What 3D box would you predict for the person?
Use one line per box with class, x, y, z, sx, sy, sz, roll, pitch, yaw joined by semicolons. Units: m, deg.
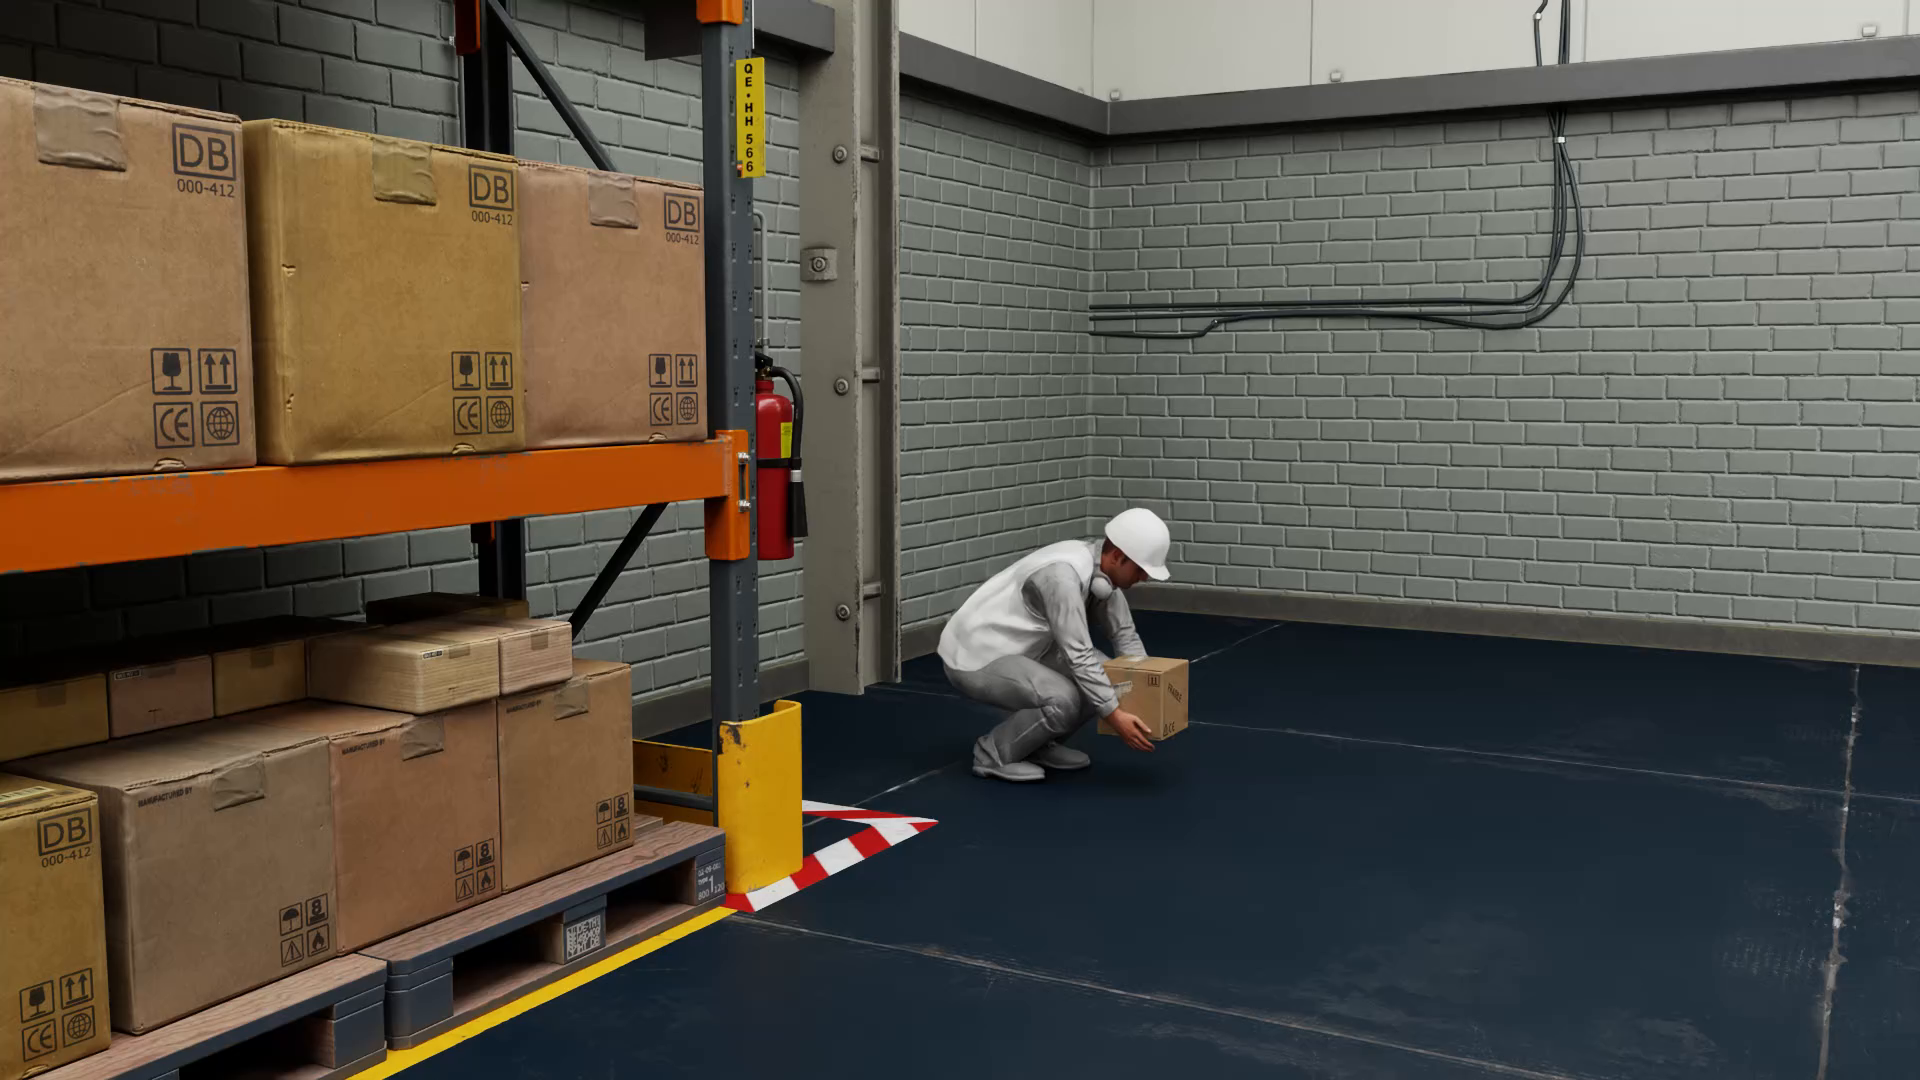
person;0.363;0.375;6.142;0.867;1.006;0.539;3;7;29
